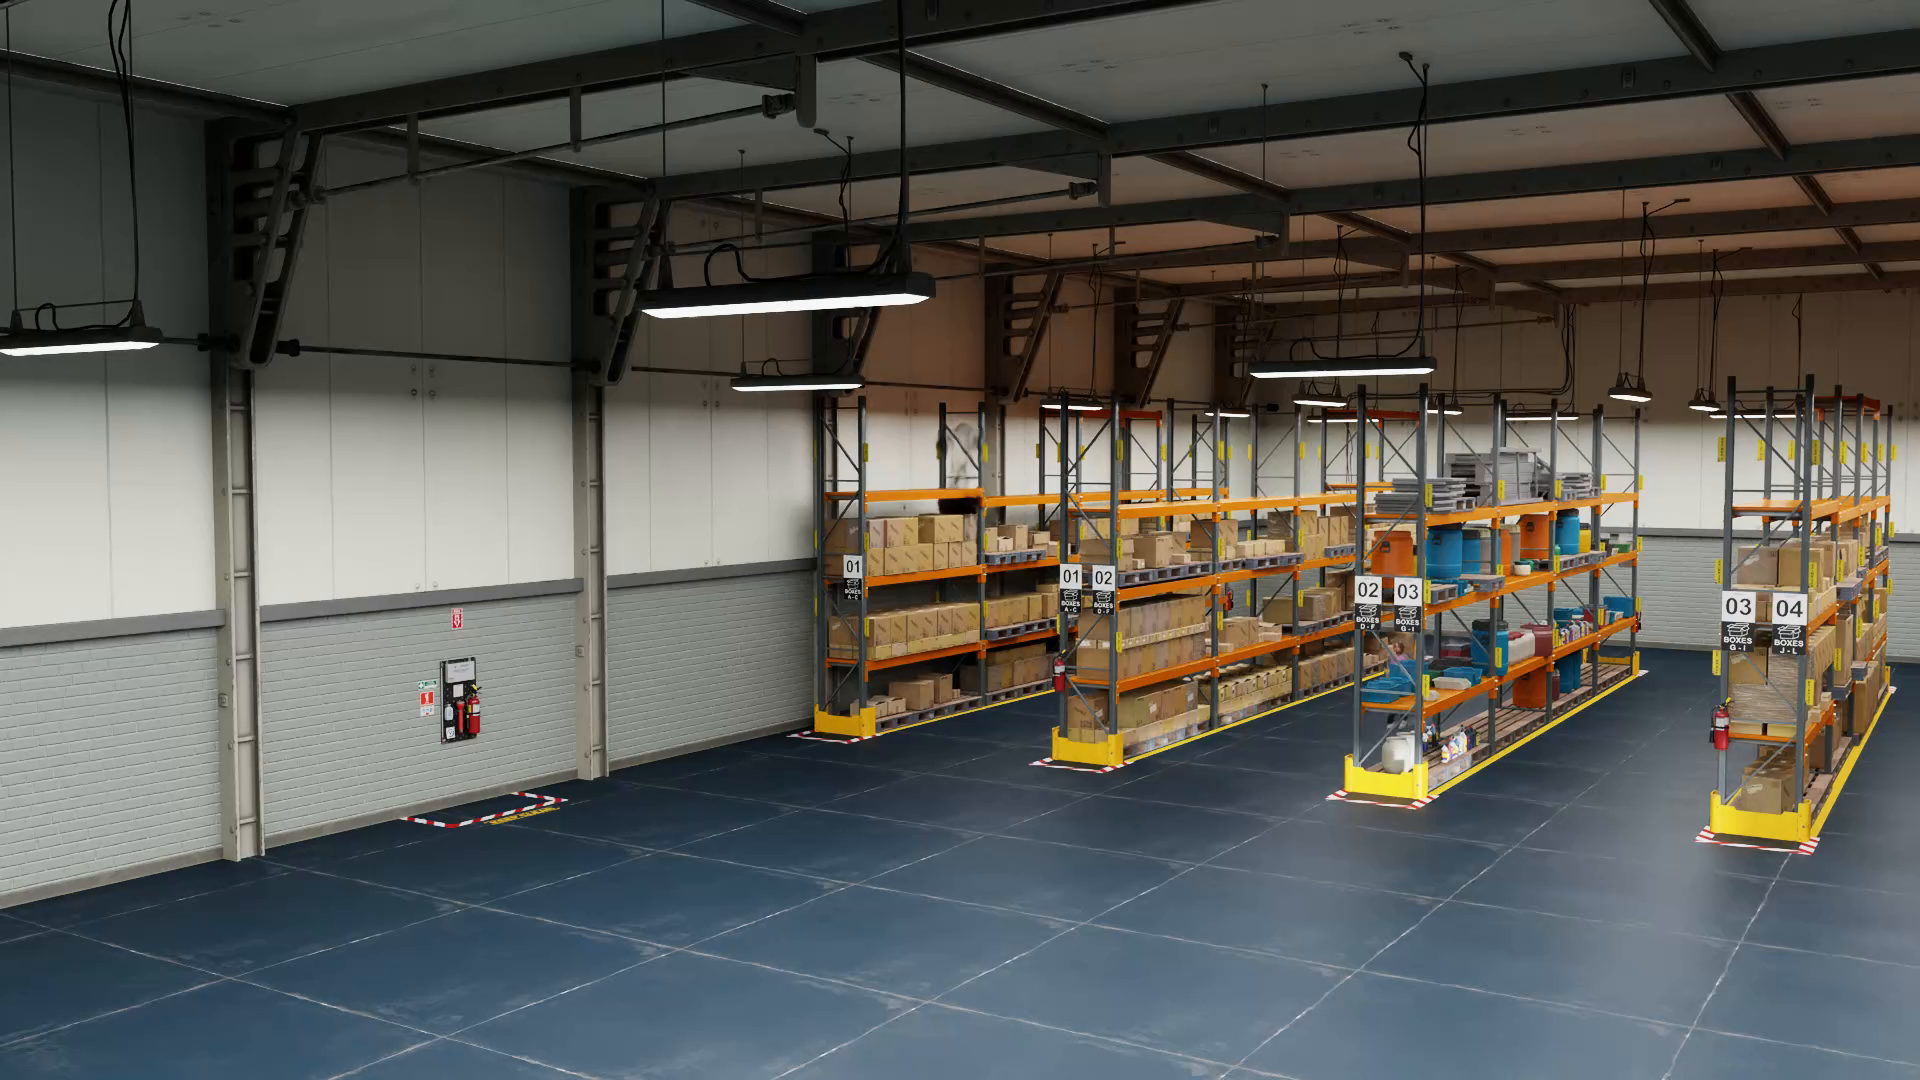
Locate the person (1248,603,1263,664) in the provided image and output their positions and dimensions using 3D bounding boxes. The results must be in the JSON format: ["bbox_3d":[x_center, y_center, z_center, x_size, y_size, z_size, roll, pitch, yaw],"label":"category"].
[{"bbox_3d":[6.621,2.230,36.982,0.625,1.654,0.723,2,3,29],"label":"person"}]

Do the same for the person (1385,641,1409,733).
[{"bbox_3d":[7.863,2.629,29.904,0.508,1.647,0.728,2,3,27],"label":"person"}]
